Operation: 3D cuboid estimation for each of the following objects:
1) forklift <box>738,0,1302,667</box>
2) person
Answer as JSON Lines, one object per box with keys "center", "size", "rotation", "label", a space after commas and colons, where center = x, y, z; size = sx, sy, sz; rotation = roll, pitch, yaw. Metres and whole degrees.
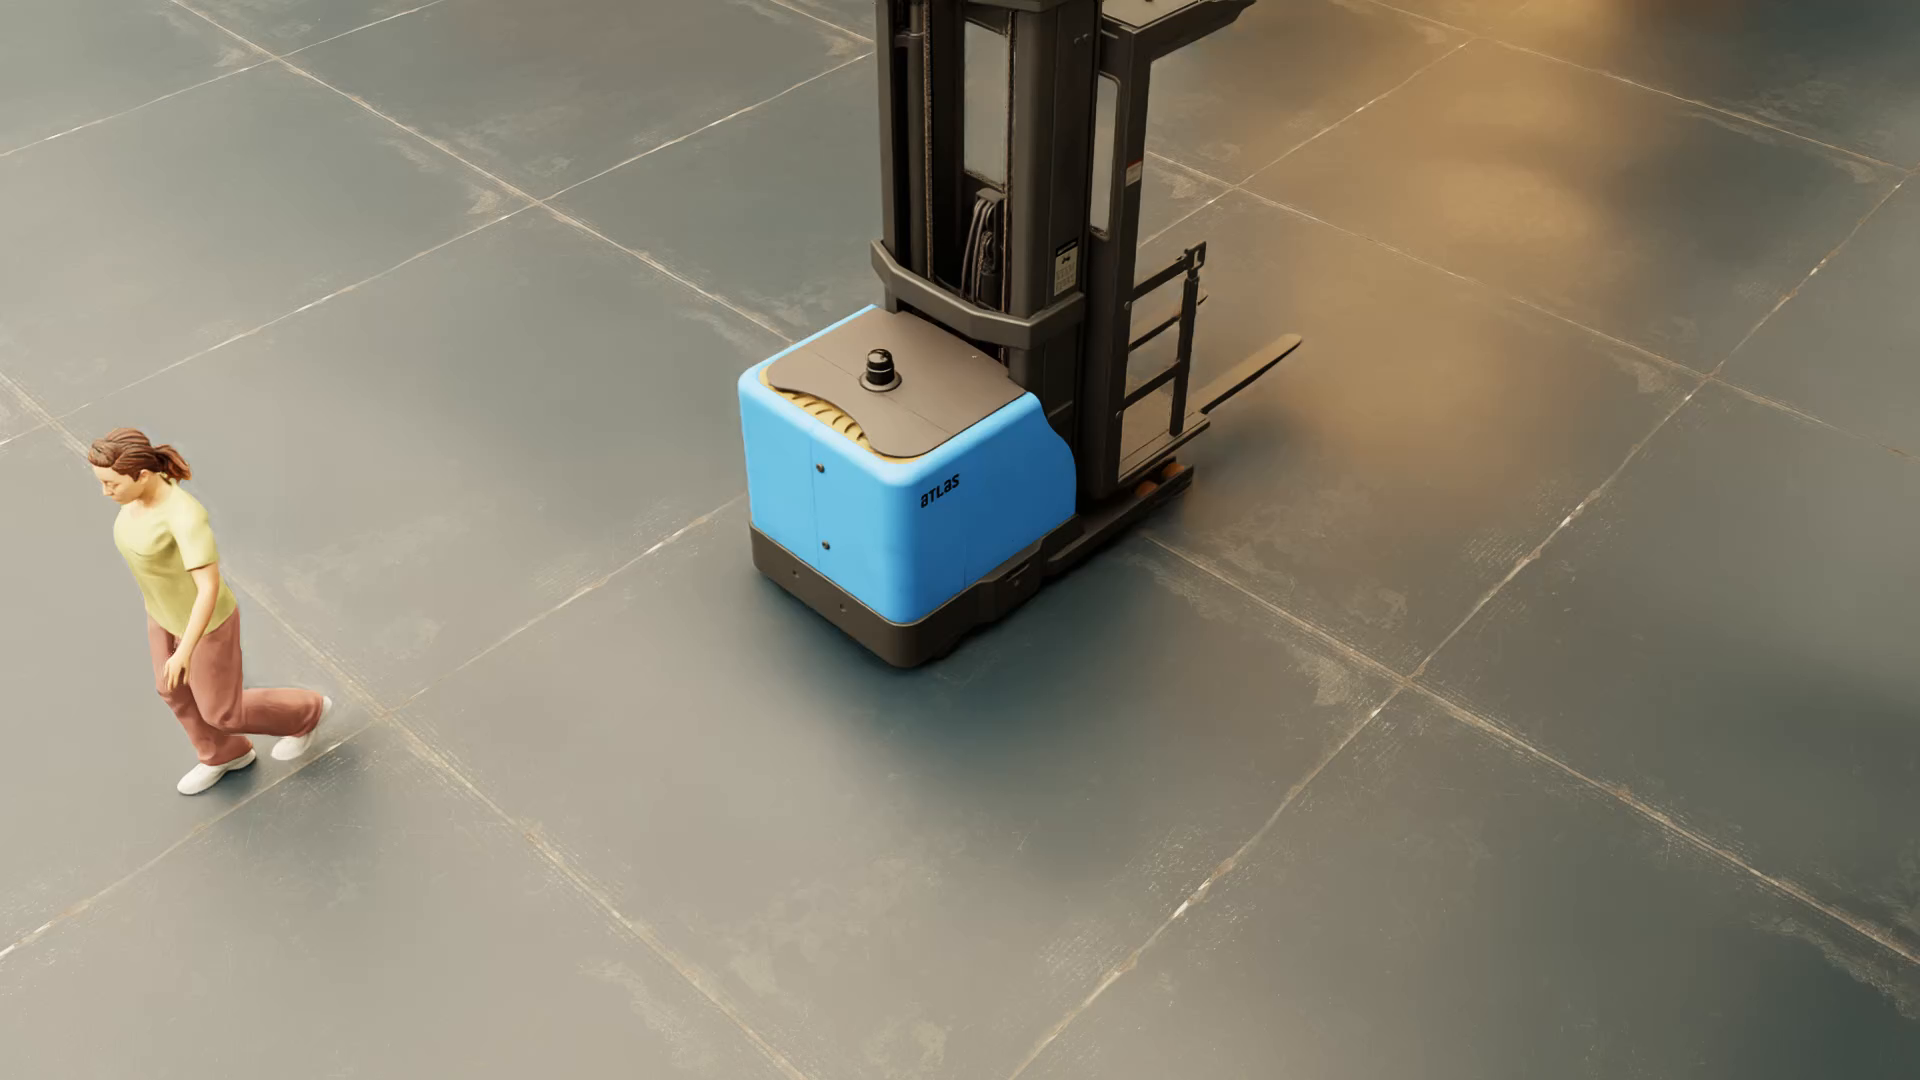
{"center": [0.462, -1.437, 7.103], "size": [1.130, 2.935, 3.031], "rotation": [33, 50, 32], "label": "forklift"}
{"center": [-2.798, 0.255, 6.113], "size": [0.737, 1.660, 0.603], "rotation": [28, 48, 29], "label": "person"}
